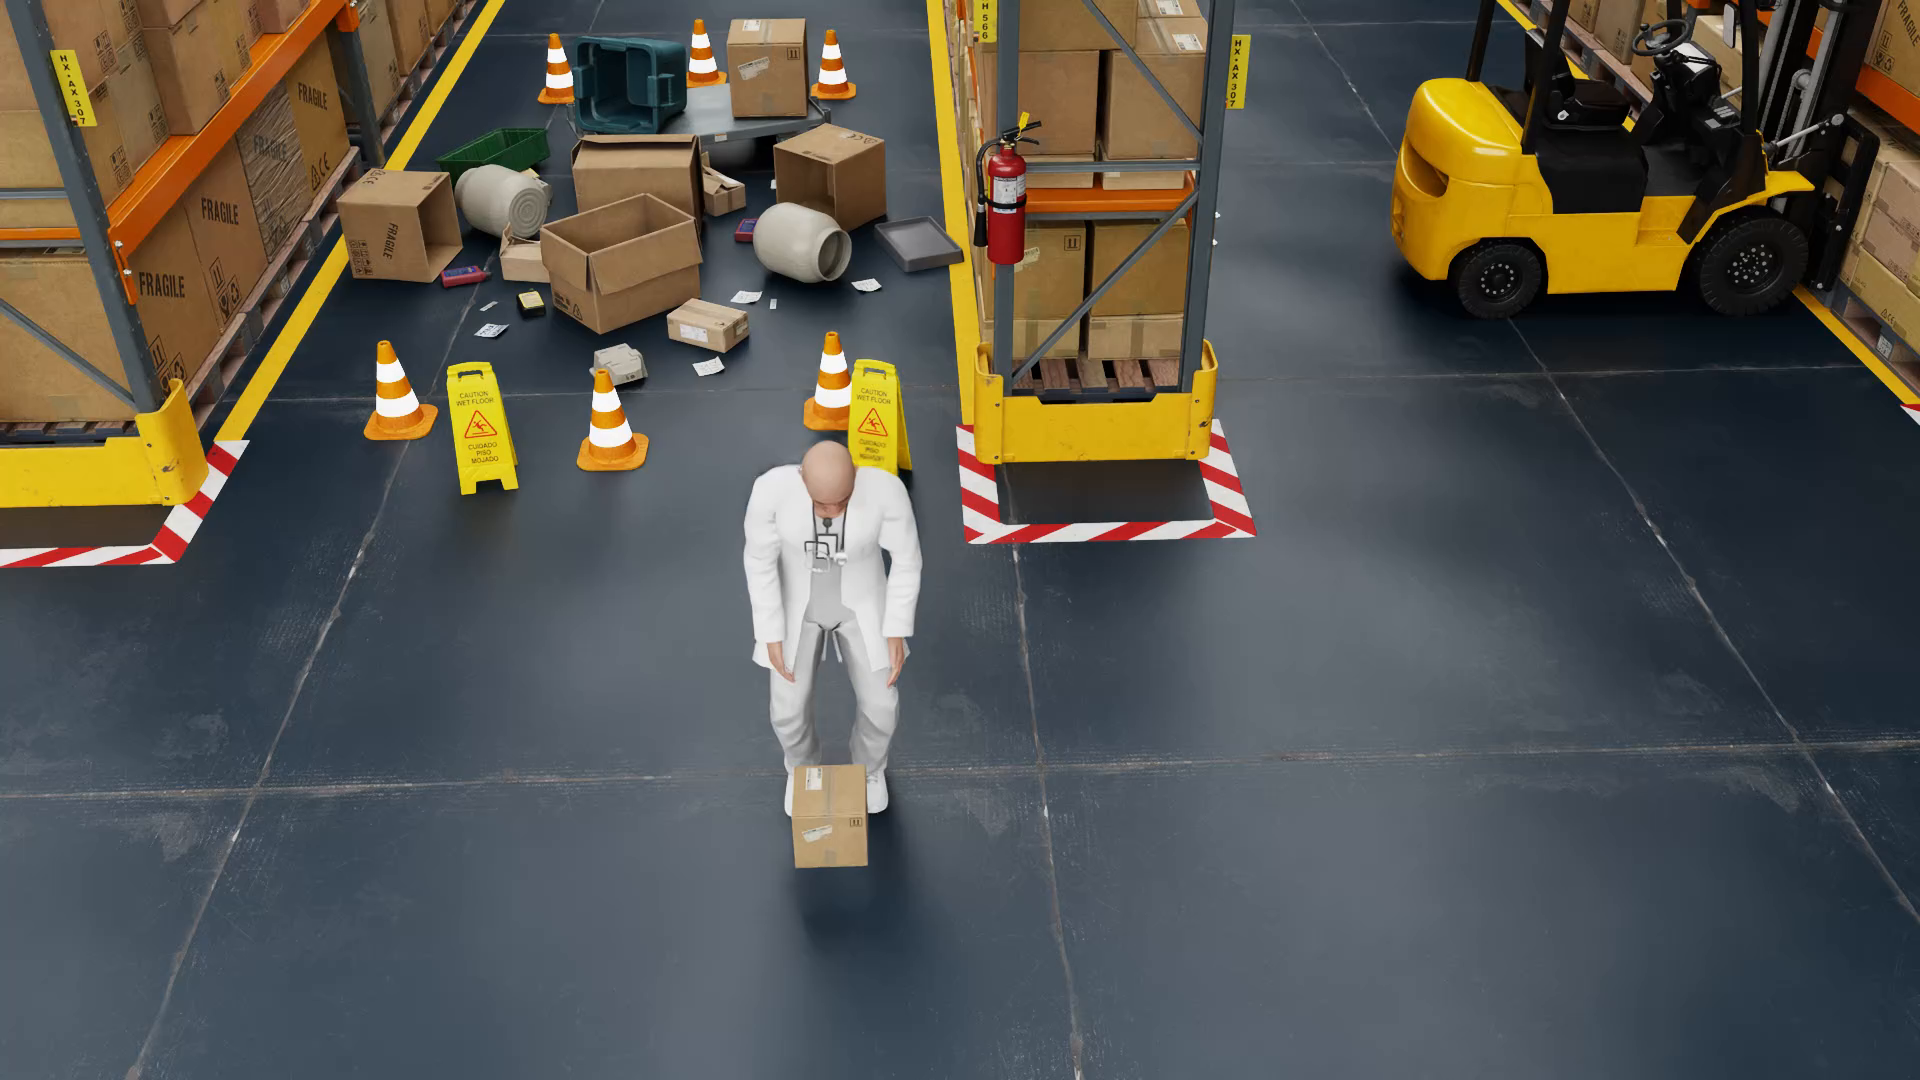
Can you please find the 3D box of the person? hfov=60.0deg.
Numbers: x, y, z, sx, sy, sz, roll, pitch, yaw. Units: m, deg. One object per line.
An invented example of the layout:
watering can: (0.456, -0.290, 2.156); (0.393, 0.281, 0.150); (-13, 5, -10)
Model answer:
person: (-0.438, 0.276, 5.905); (0.615, 1.623, 0.539); (-1, 35, -1)
